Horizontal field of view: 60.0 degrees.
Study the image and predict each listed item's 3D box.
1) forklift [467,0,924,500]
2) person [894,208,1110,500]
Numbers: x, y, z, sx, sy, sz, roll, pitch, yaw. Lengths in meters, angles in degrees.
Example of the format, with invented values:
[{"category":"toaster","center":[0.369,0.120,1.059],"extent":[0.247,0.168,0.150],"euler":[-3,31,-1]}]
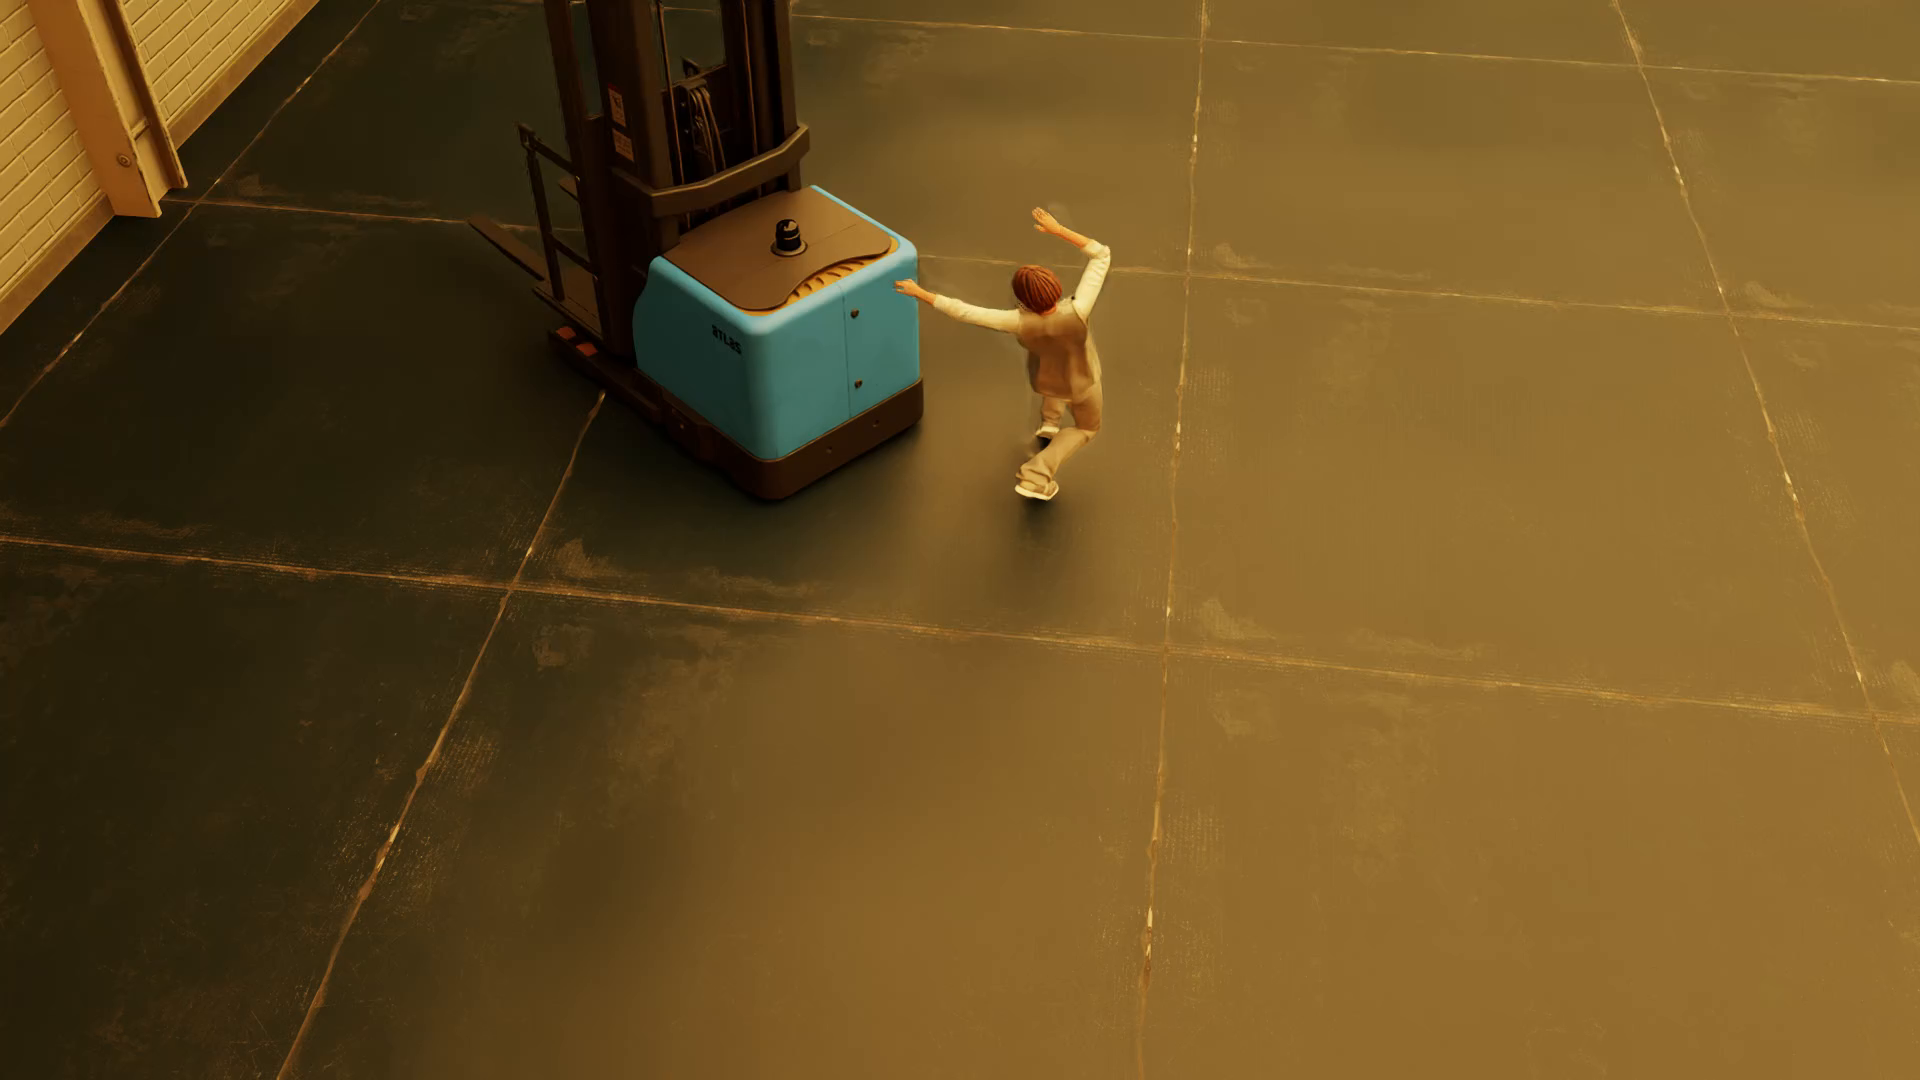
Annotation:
[{"category":"forklift","center":[-1.561,-2.178,8.095],"extent":[1.130,2.935,3.031],"euler":[-32,52,-30]},{"category":"person","center":[0.237,-0.947,7.885],"extent":[0.943,1.444,0.766],"euler":[16,45,16]}]
